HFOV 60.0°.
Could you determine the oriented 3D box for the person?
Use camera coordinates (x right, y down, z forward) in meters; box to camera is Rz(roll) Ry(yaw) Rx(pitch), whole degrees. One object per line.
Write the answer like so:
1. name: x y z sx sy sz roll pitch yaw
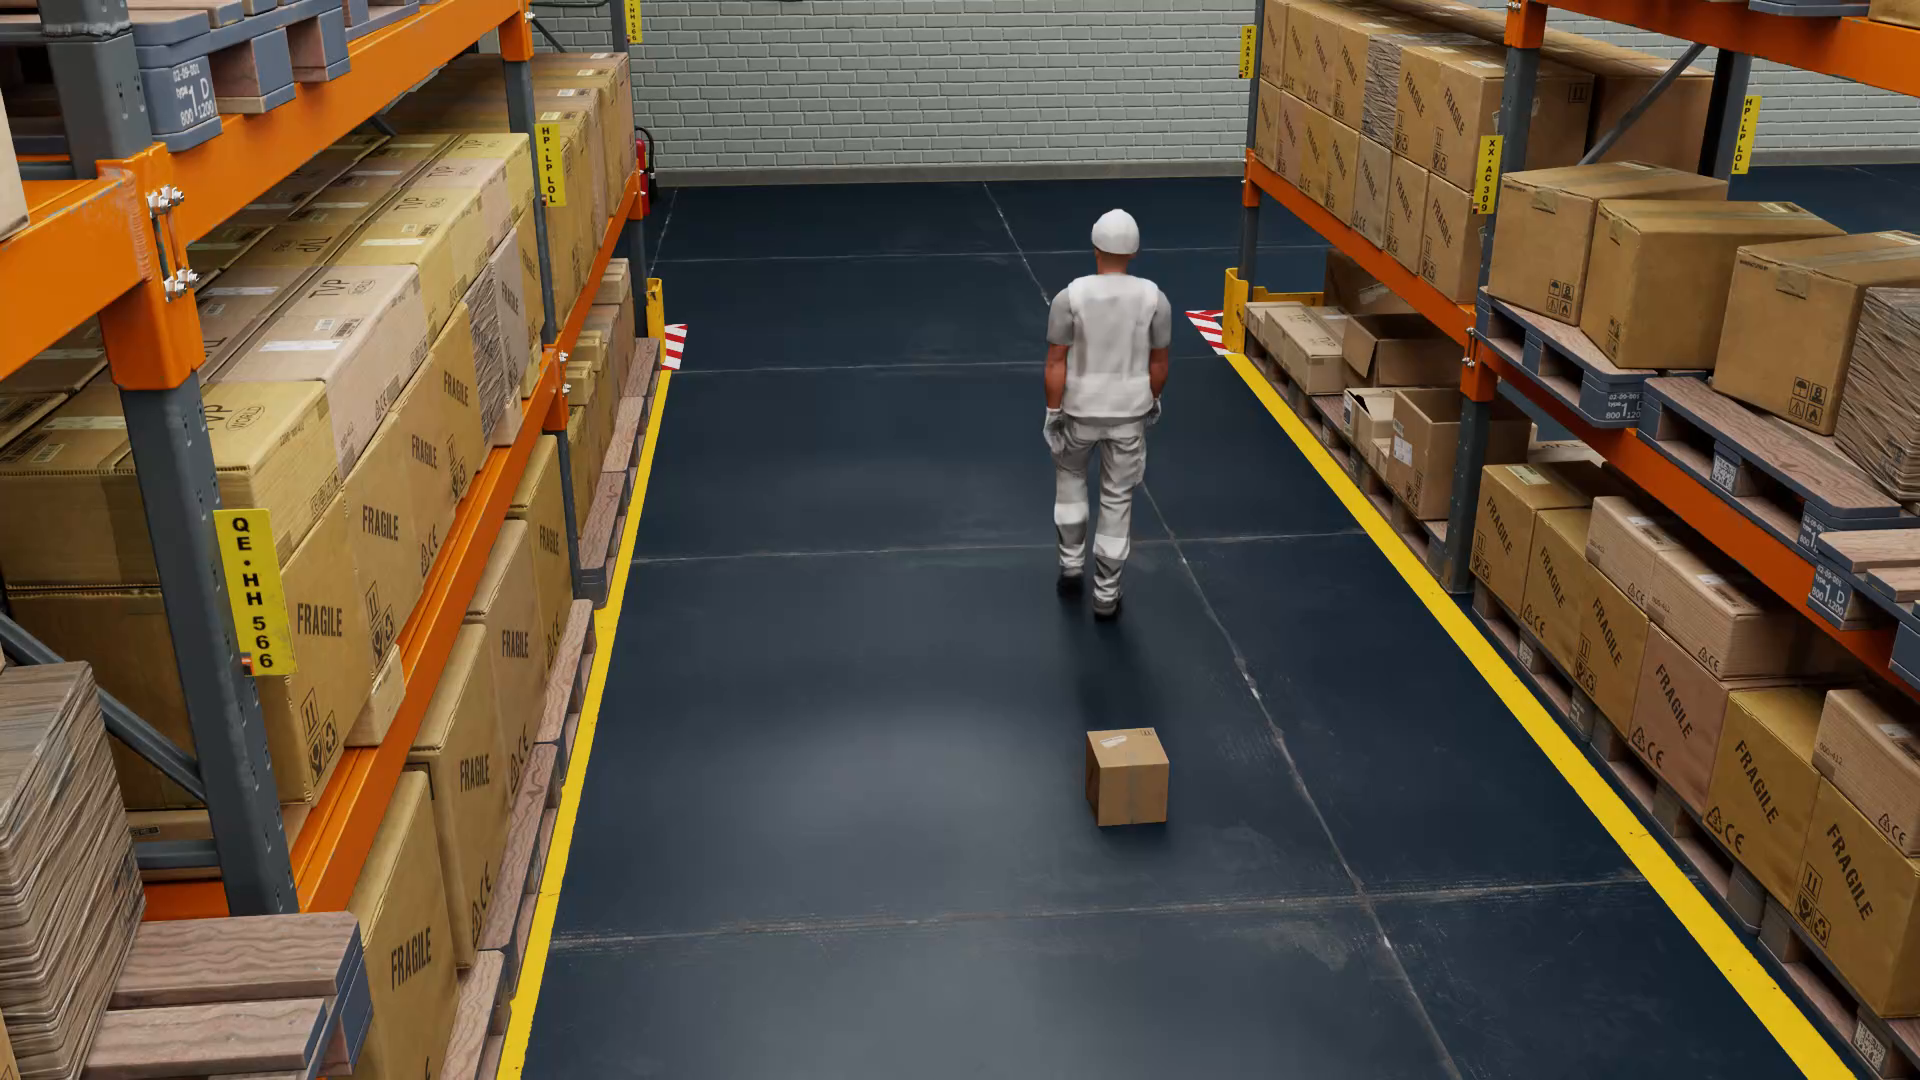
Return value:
1. person: 0.637 -0.543 7.318 0.539 1.837 0.518 2 24 4
